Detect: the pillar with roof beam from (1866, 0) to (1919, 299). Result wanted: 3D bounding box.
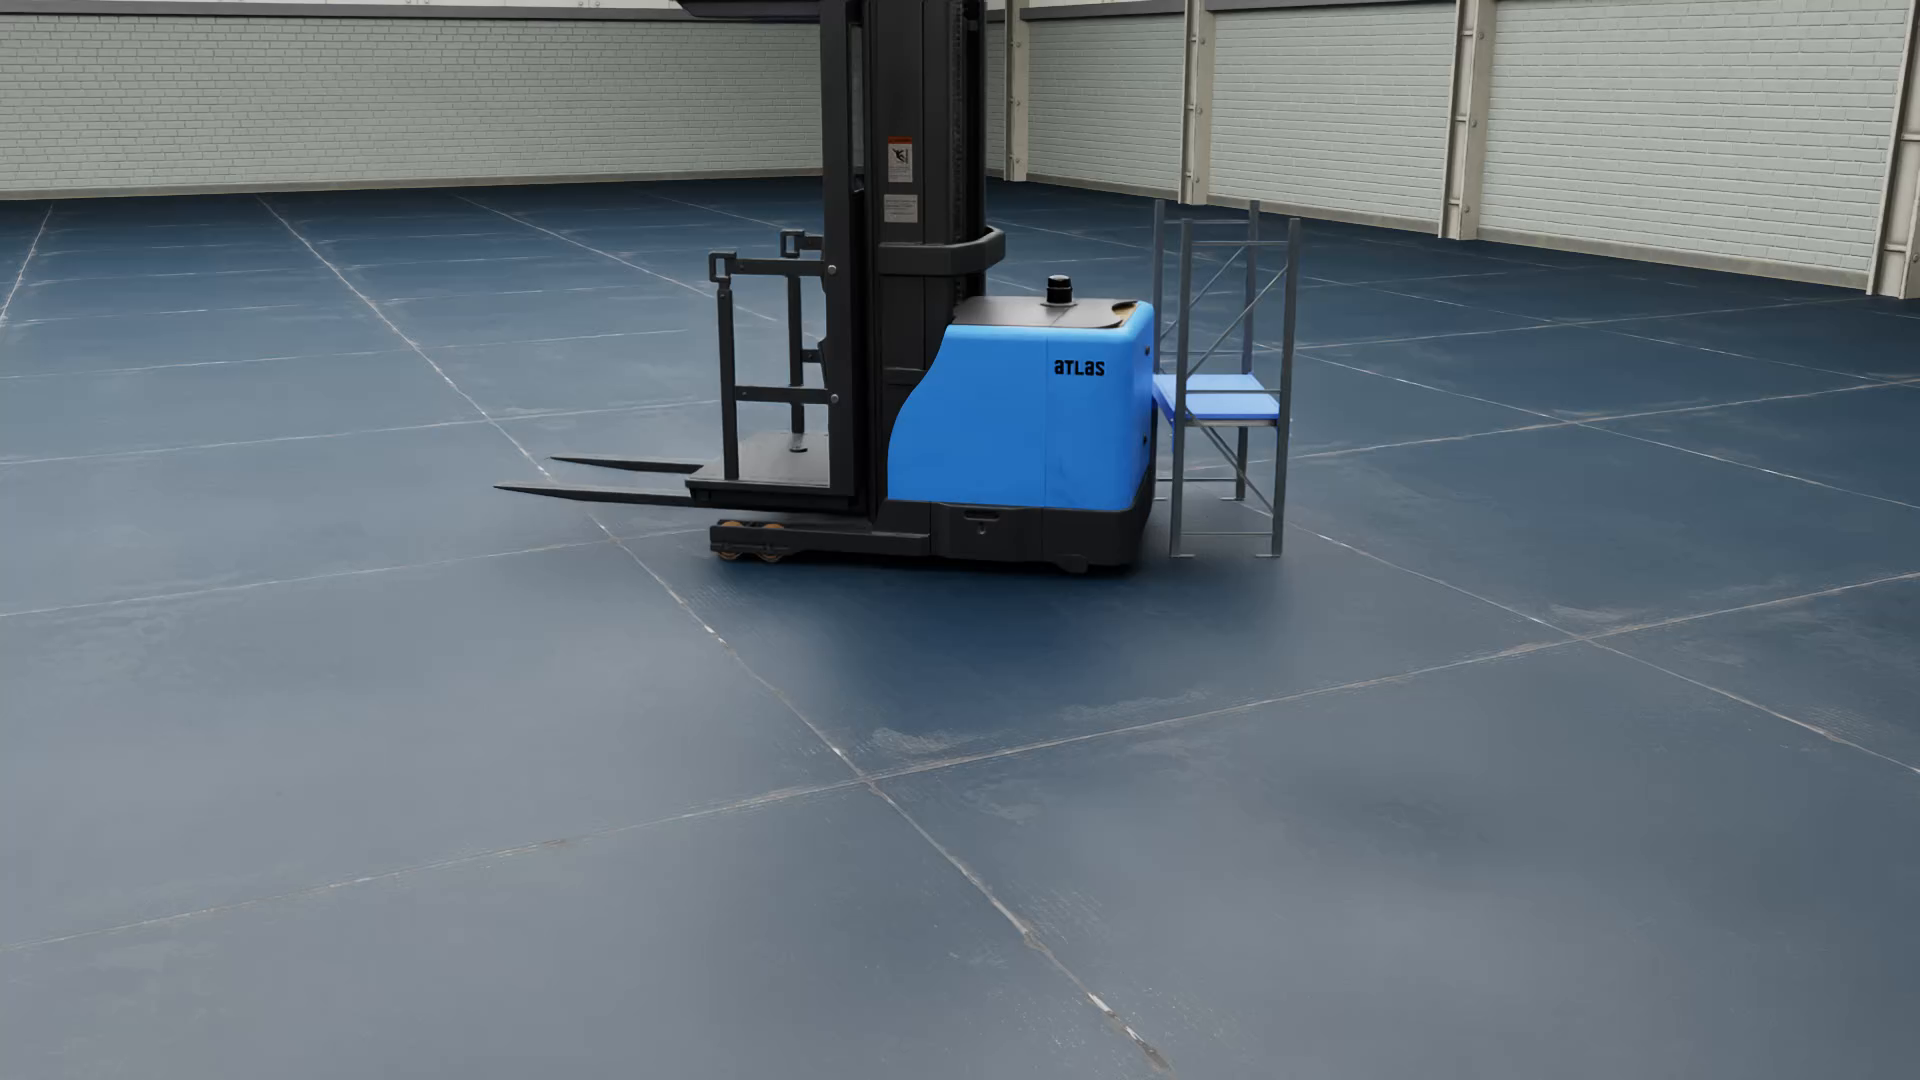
[{"bbox_3d":[5.067,-6.141,12.837,9.100,9.000,0.400,-8,18,-25],"label":"pillar with roof beam"}]

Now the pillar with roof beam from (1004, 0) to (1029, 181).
[{"bbox_3d":[-2.818,-10.605,28.390,9.100,9.000,0.400,-8,18,-25],"label":"pillar with roof beam"}]

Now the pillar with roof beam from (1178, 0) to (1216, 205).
[{"bbox_3d":[-0.190,-9.117,23.206,9.100,9.000,0.400,-8,18,-25],"label":"pillar with roof beam"}]

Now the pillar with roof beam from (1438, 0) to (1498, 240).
[{"bbox_3d":[2.439,-7.629,18.022,9.100,9.000,0.400,-8,18,-25],"label":"pillar with roof beam"}]

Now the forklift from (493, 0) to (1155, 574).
[{"bbox_3d":[-0.652,-1.452,7.497,3.031,2.935,1.130,3,16,11],"label":"forklift"}]

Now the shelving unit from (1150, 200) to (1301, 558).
[{"bbox_3d":[1.197,-0.785,7.768,0.538,1.500,1.048,0,16,0],"label":"shelving unit"}]

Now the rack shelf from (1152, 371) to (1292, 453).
[{"bbox_3d":[1.197,-0.612,7.817,0.538,0.185,1.000,0,16,0],"label":"rack shelf"}]

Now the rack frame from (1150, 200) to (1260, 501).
[{"bbox_3d":[1.197,-0.926,8.256,0.500,1.500,0.032,0,16,0],"label":"rack frame"}]

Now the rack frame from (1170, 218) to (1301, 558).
[{"bbox_3d":[1.196,-0.645,7.279,0.500,1.500,0.032,0,16,0],"label":"rack frame"}]
